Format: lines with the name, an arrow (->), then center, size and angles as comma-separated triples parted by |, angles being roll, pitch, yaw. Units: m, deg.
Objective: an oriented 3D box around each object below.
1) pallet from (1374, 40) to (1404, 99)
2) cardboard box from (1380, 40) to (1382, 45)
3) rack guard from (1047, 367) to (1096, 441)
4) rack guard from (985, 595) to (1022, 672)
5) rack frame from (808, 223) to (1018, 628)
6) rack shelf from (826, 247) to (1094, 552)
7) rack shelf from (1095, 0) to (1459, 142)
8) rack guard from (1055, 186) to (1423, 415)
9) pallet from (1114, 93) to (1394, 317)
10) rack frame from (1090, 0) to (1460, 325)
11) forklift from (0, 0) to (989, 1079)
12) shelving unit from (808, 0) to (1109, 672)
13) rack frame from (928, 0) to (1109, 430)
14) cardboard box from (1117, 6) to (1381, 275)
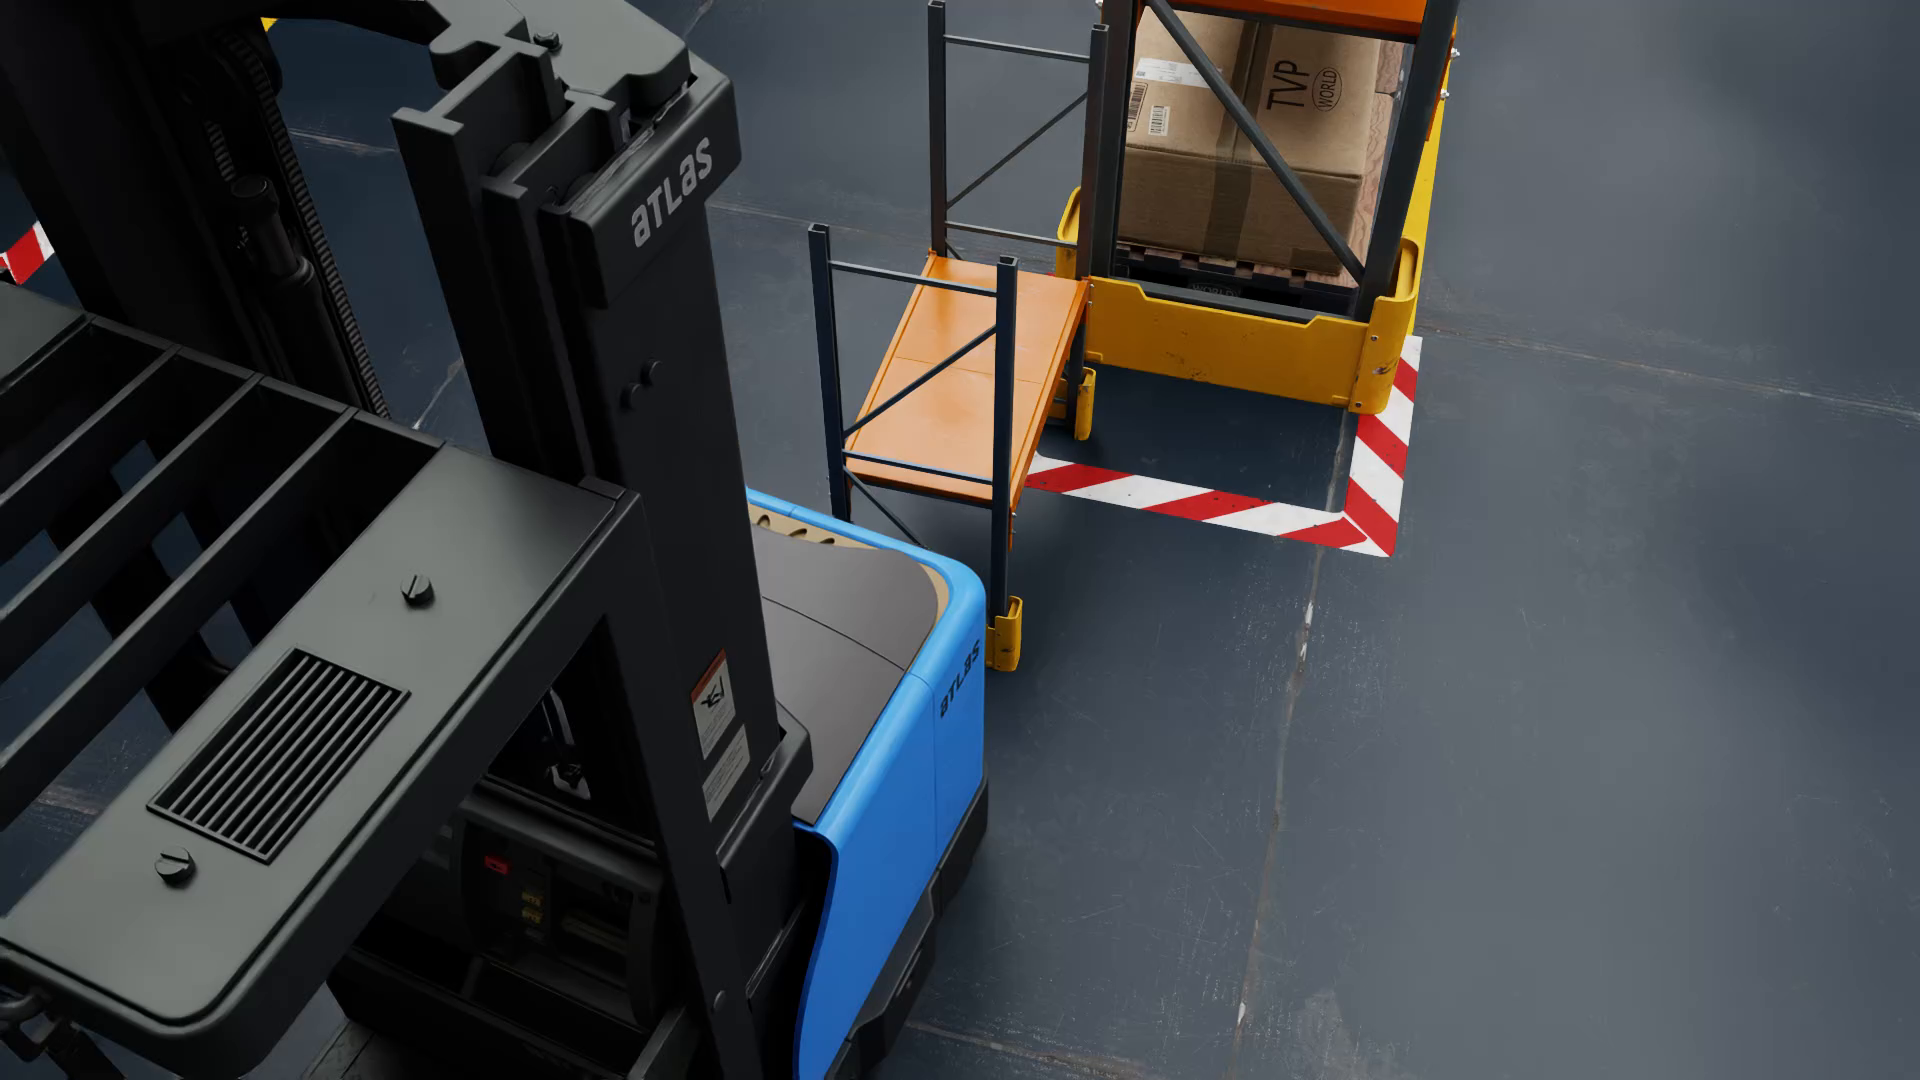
pallet -> 1.380, -2.211, 7.061 | 1.003, 0.211, 1.213 | 12, 50, 10
cardboard box -> 1.232, -2.112, 6.542 | 0.875, 0.438, 0.875 | 13, 50, 11
rack guard -> 0.151, -0.498, 5.523 | 0.587, 0.250, 0.087 | 12, 50, 10
rack guard -> -0.111, 0.222, 4.887 | 0.587, 0.250, 0.087 | 12, 50, 10
rack frame -> -0.111, -0.190, 4.418 | 0.500, 1.500, 0.032 | 12, 50, 10
rack shelf -> 0.022, -0.439, 4.877 | 0.538, 0.185, 1.000 | 12, 50, 10
rack shelf -> 1.448, -2.869, 6.261 | 1.077, 0.370, 4.000 | 12, 50, 10
rack guard -> 0.915, -0.816, 5.637 | 1.175, 0.500, 0.348 | 12, 50, 10
pallet -> 1.057, -1.331, 6.284 | 1.003, 0.211, 1.213 | 12, 50, 10
rack frame -> 0.922, -1.660, 4.715 | 1.000, 3.000, 0.127 | 12, 50, 10
forklift -> -1.000, 0.664, 2.709 | 1.130, 2.935, 3.031 | 19, 51, 16
shelving unit -> 0.020, -0.551, 4.736 | 0.587, 1.500, 1.083 | 12, 50, 10
rack frame -> 0.156, -0.926, 5.067 | 0.500, 1.500, 0.032 | 12, 50, 10
cardboard box -> 0.999, -1.449, 5.957 | 0.875, 0.438, 0.875 | 10, 49, 9
